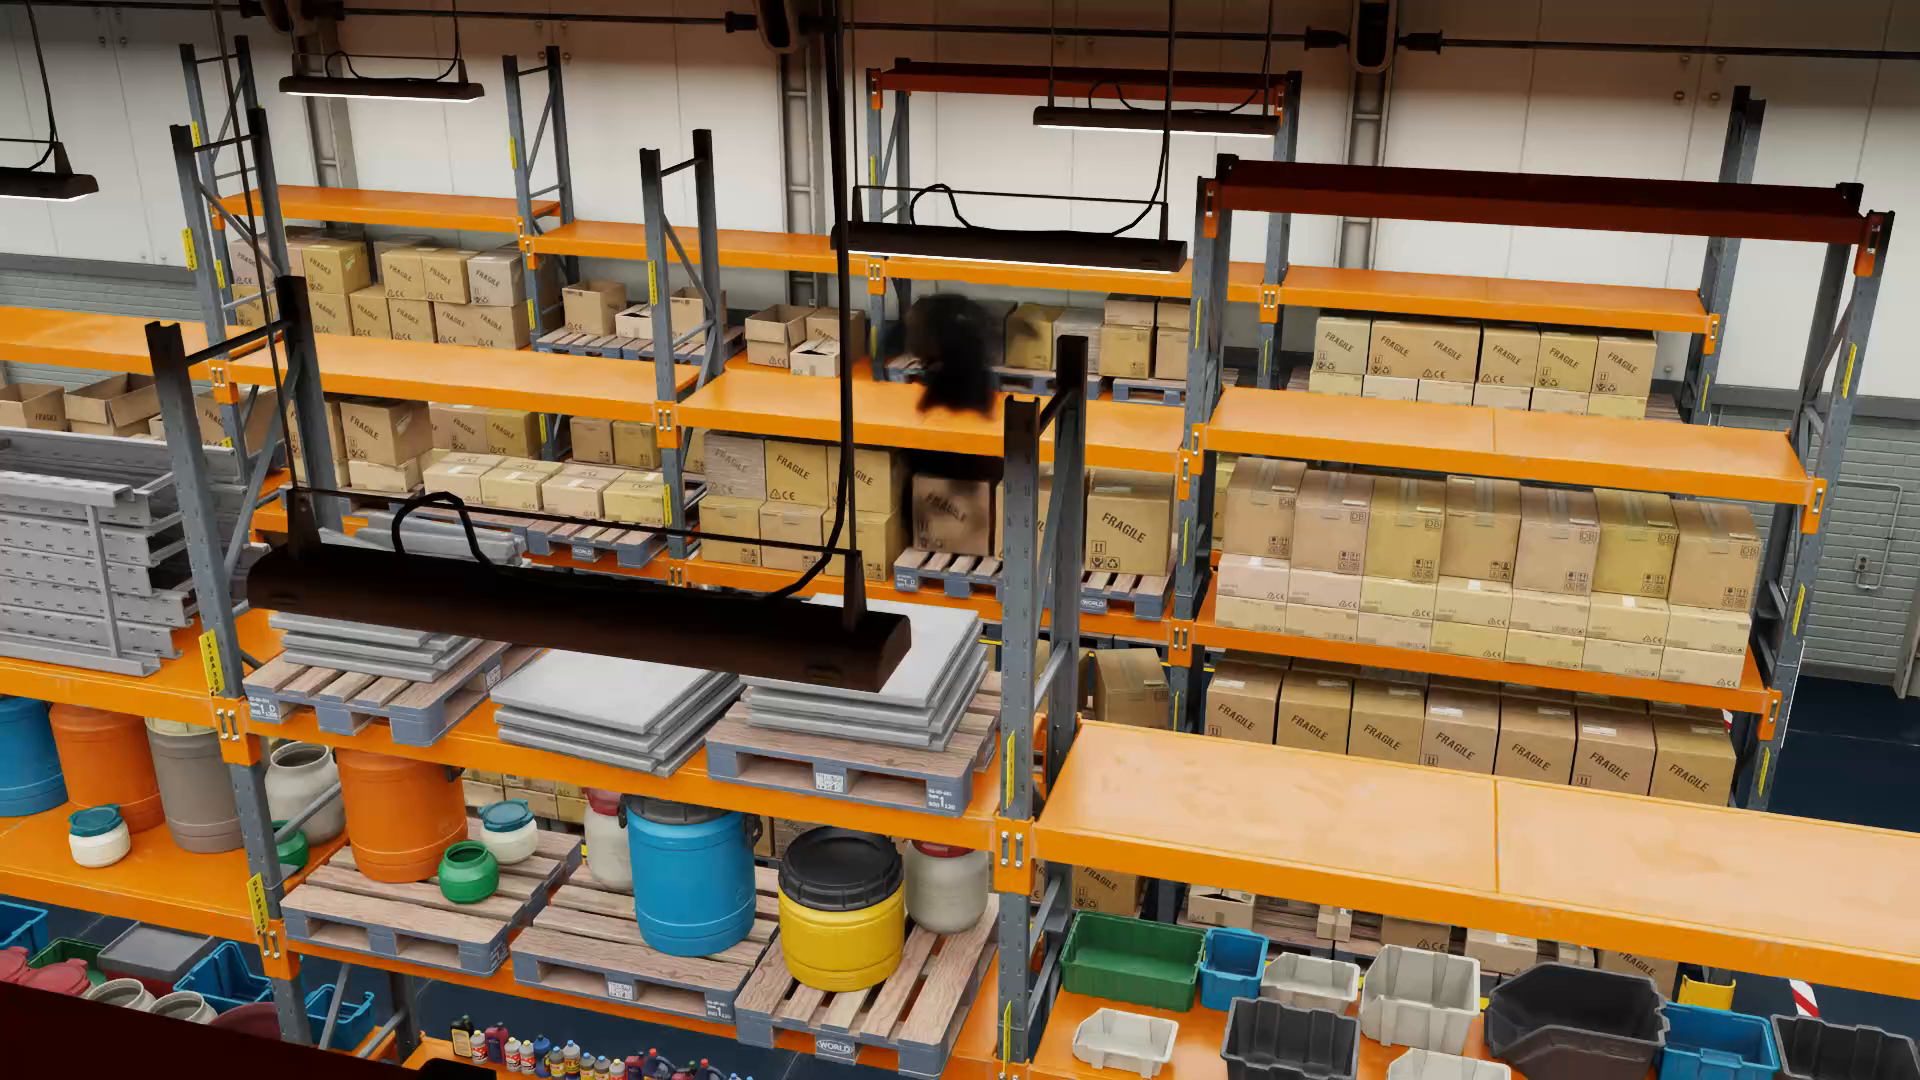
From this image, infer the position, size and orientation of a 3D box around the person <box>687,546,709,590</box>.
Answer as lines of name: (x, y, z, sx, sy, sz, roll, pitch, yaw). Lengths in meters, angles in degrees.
person: (-2.787, 0.550, 17.203, 0.975, 1.752, 0.652, -2, 23, -4)
